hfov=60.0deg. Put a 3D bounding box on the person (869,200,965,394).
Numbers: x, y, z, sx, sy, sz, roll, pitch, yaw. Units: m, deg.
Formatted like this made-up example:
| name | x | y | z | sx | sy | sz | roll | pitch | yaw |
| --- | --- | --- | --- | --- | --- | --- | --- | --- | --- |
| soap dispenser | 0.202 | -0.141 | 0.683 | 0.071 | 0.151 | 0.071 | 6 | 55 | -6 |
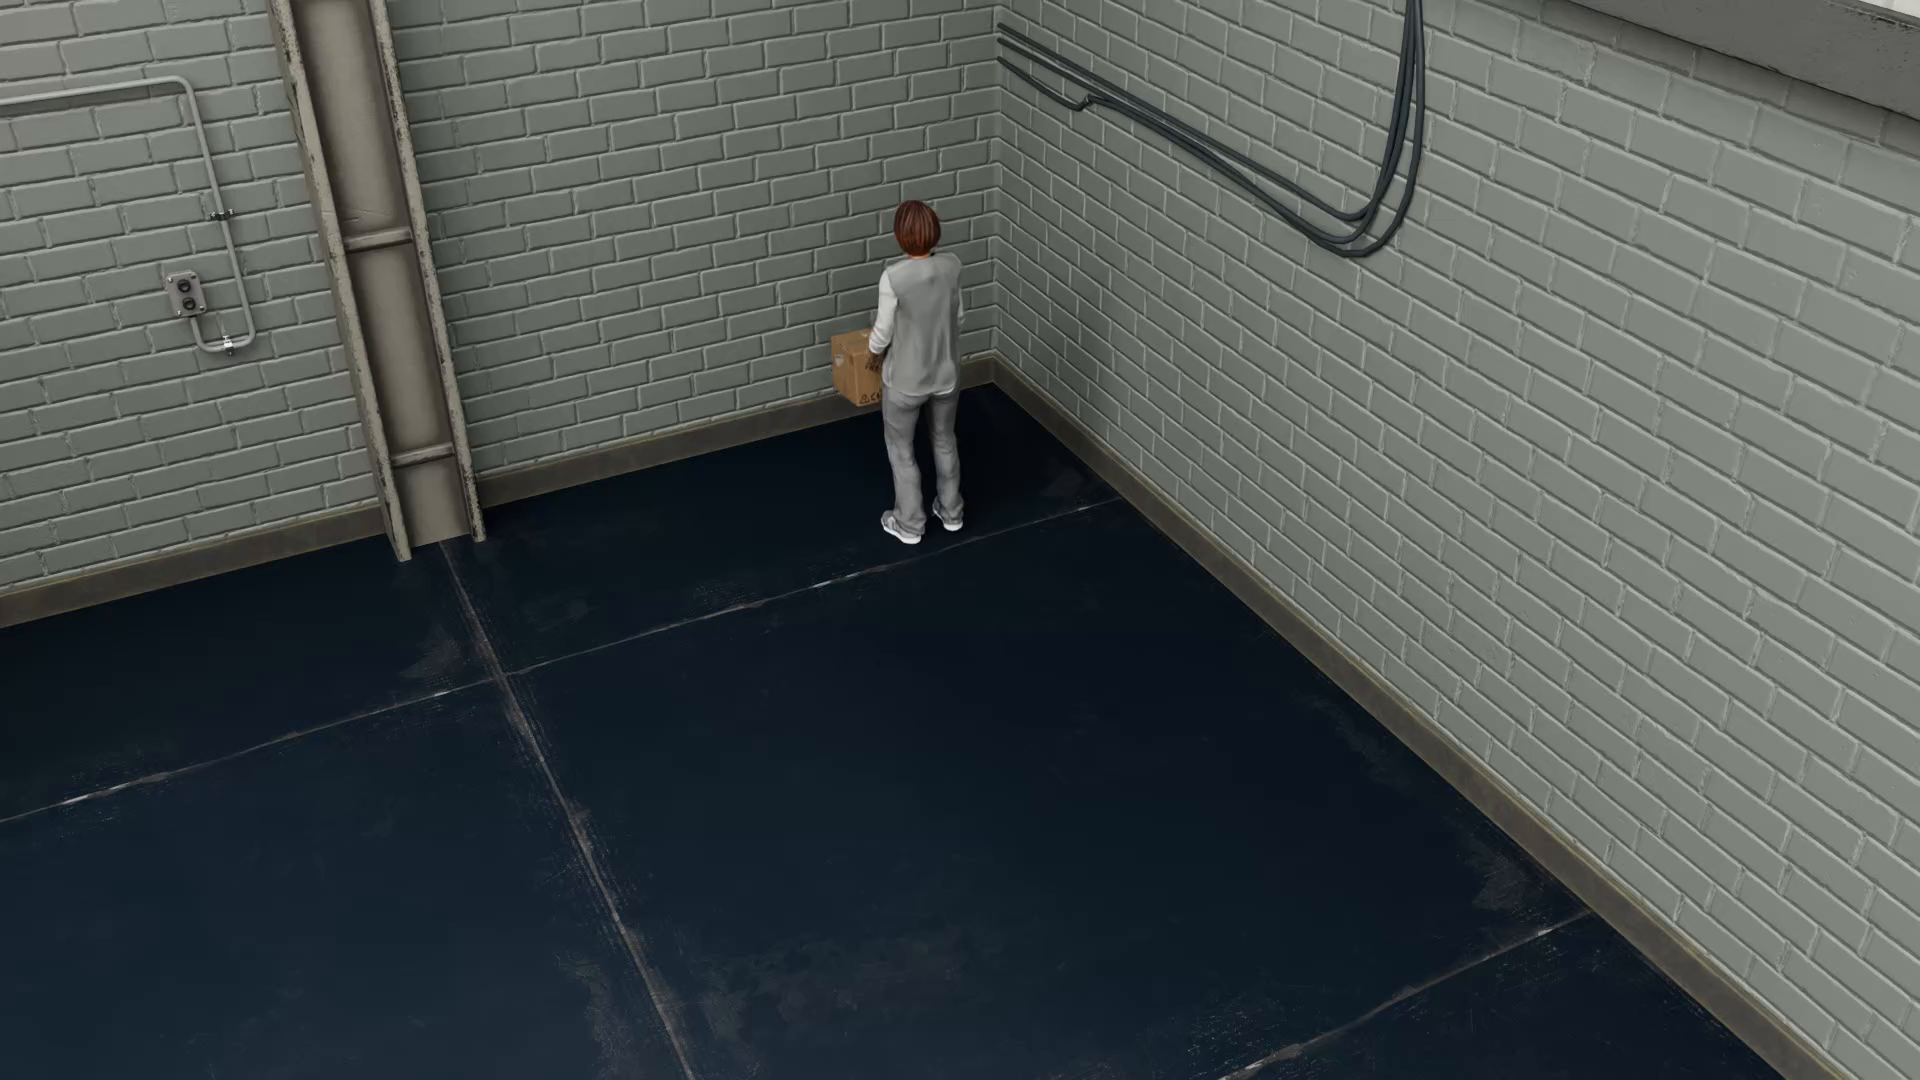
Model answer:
| name | x | y | z | sx | sy | sz | roll | pitch | yaw |
| --- | --- | --- | --- | --- | --- | --- | --- | --- | --- |
| person | -0.193 | -1.040 | 7.042 | 0.444 | 0.863 | 0.383 | -17 | 37 | -24 |
